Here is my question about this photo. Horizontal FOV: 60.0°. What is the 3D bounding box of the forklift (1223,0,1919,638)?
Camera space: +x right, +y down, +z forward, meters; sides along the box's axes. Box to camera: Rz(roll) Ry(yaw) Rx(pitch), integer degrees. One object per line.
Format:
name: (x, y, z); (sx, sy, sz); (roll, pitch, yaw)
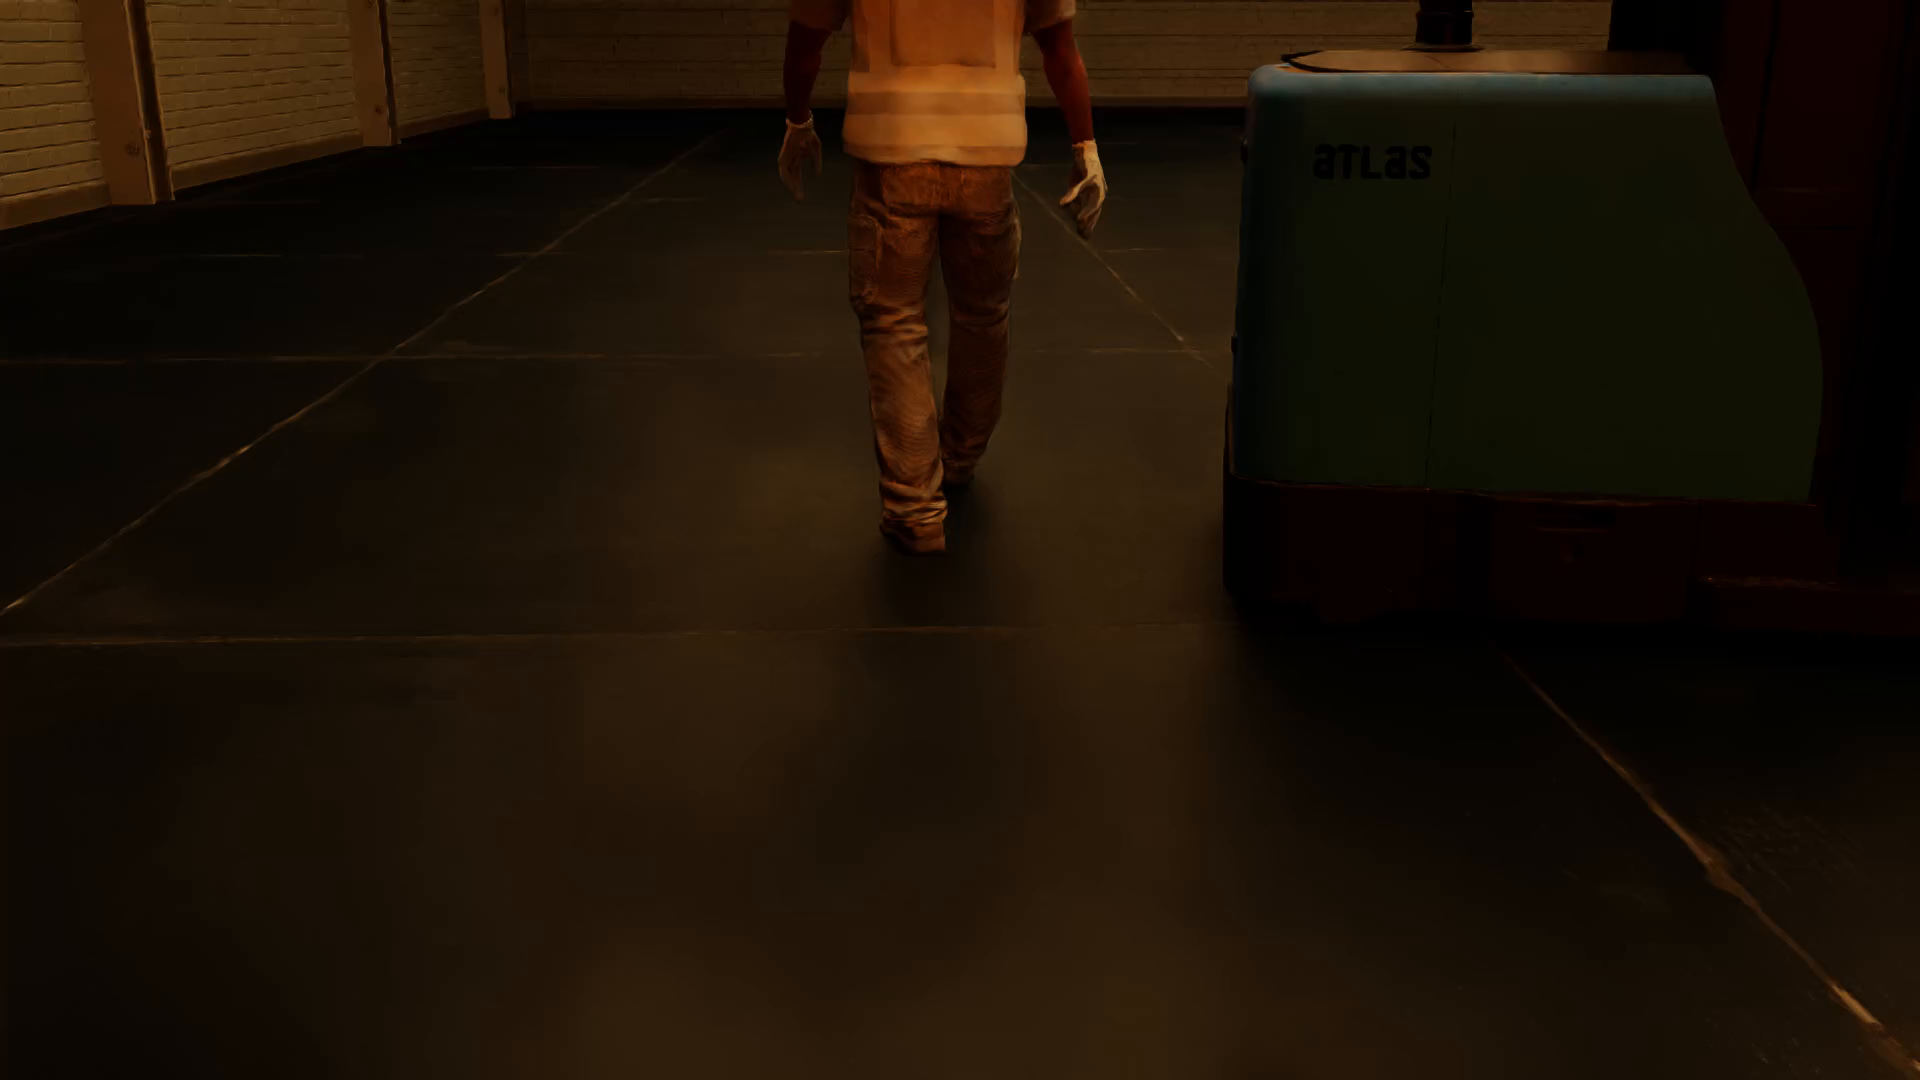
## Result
forklift: (2.097, -1.301, 3.160); (3.031, 2.935, 1.130); (3, 17, 8)

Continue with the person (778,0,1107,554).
person: (-0.060, -0.927, 3.978); (0.723, 1.738, 0.872); (-4, 17, -12)
